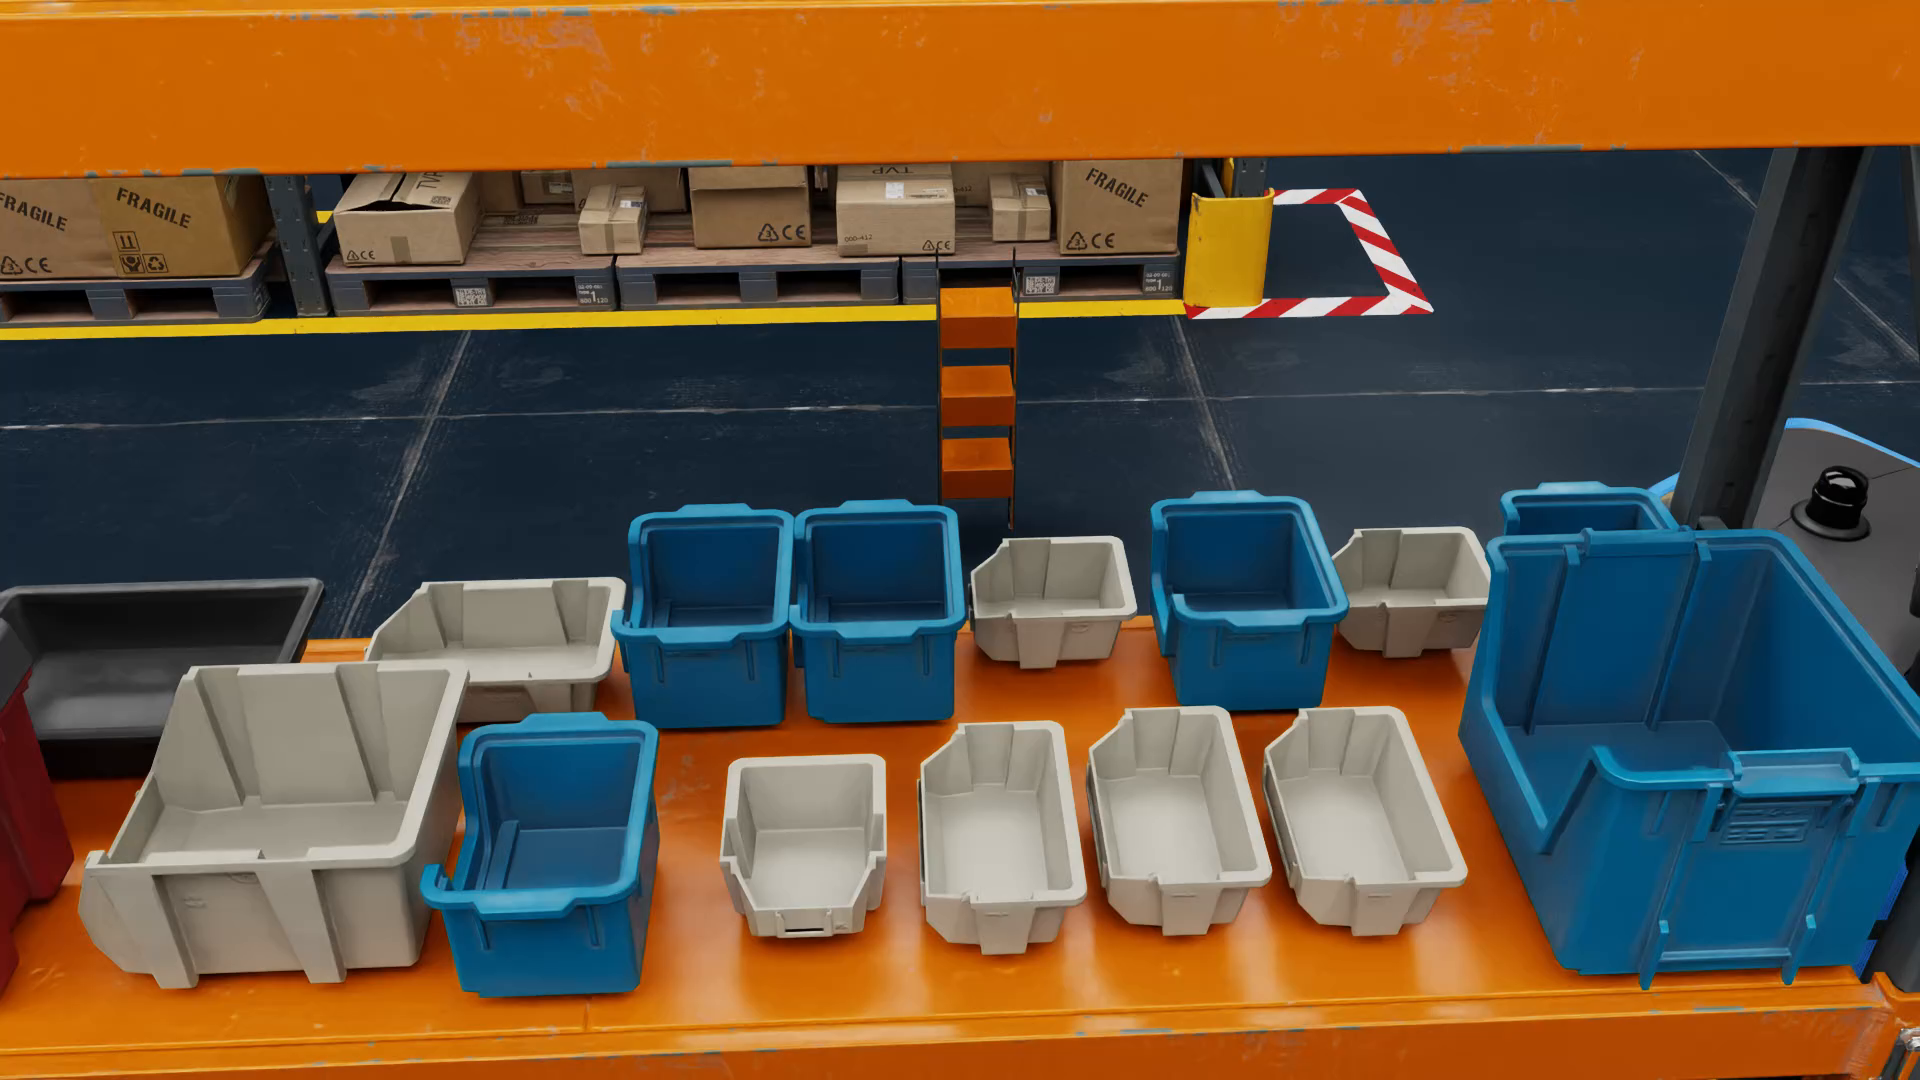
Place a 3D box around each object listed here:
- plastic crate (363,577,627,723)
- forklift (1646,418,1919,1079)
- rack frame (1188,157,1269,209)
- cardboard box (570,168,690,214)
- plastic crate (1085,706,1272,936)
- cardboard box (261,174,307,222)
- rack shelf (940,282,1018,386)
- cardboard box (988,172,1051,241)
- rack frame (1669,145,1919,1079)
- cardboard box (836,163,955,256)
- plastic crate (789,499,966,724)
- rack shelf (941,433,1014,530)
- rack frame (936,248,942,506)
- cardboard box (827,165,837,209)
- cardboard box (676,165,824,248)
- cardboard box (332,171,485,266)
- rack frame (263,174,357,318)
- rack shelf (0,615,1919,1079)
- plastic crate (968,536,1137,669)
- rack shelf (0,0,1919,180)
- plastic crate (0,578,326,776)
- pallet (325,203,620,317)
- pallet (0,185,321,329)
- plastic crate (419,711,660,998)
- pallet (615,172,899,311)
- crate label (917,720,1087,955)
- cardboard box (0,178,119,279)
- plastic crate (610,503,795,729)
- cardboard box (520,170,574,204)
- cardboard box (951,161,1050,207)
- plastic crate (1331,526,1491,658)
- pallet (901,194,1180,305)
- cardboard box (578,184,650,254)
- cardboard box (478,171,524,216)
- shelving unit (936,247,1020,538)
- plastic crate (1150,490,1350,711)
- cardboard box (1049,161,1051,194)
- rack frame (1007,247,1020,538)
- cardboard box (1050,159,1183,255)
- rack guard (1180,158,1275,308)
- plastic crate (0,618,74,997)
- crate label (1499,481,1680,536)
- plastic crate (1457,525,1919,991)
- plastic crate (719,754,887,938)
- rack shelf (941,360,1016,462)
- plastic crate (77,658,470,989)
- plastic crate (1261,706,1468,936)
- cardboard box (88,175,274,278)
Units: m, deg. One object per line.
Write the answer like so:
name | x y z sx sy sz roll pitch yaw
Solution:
plastic crate | -0.840 0.213 2.985 0.466 0.136 0.293 -2 35 -2
forklift | 2.680 0.175 2.922 1.130 2.935 3.031 -22 40 -29
rack frame | 1.199 -2.576 6.837 0.127 3.000 1.000 -2 35 -2
cardboard box | -1.491 -1.741 7.605 0.500 0.311 0.500 -2 35 -2
plastic crate | 0.334 0.448 2.646 0.243 0.136 0.396 -2 35 -2
cardboard box | -3.291 -1.747 7.449 0.500 0.500 0.500 -3 35 -4
rack shelf | 0.053 -0.658 5.298 0.240 0.259 0.215 -2 35 -2
cardboard box | 0.259 -1.478 7.353 0.250 0.166 0.380 -2 35 -2
rack frame | 1.430 0.239 2.768 0.127 3.000 1.000 -2 35 -2
cardboard box | -0.283 -1.463 7.258 0.500 0.250 0.500 -2 35 -2
plastic crate | -0.147 0.139 3.008 0.300 0.233 0.416 -2 35 -2
rack shelf | 0.053 -0.196 5.618 0.240 0.259 0.215 -2 35 -2
rack frame | -0.068 -0.430 5.449 0.008 1.050 0.200 -2 35 -2
cardboard box | -0.356 -1.746 7.667 0.500 0.250 0.500 -2 35 -2
cardboard box | -0.920 -1.677 7.344 0.637 0.503 0.797 -2 35 -2
cardboard box | -2.367 -1.432 7.160 0.500 0.311 0.500 -2 35 -2
rack frame | -2.796 -2.469 6.681 0.127 3.000 1.000 -2 35 -2
rack shelf | -0.568 0.589 2.895 4.000 0.370 1.077 -2 35 -2
plastic crate | 0.166 0.123 3.116 0.298 0.136 0.250 -2 35 -2
rack shelf | -0.568 -0.644 2.041 4.000 0.370 1.077 -2 35 -2
plastic crate | -1.460 0.253 2.938 0.590 0.125 0.437 -2 35 -2
pallet | -2.110 -1.340 7.501 1.213 0.211 1.003 -2 35 -2
pallet | -3.607 -1.278 7.412 1.213 0.211 1.003 -2 35 -2
plastic crate | -0.609 0.485 2.508 0.300 0.233 0.416 -2 35 -2
pallet | -0.889 -1.374 7.551 1.213 0.211 1.003 -2 35 -2
crate label | 0.057 0.469 2.615 0.243 0.136 0.396 -2 35 -2
cardboard box | -3.770 -1.437 7.000 0.500 0.500 0.500 -1 35 -2
plastic crate | -0.447 0.147 2.997 0.300 0.233 0.416 -2 35 -2
cardboard box | -1.869 -1.698 7.686 0.250 0.149 0.380 -2 35 -2
cardboard box | 0.143 -1.760 7.687 0.500 0.250 0.500 -2 35 -2
plastic crate | 0.844 0.104 3.142 0.298 0.136 0.250 -2 35 -2
pallet | 0.327 -1.406 7.596 1.213 0.211 1.003 -2 35 -2
cardboard box | -1.503 -1.402 7.243 0.250 0.166 0.380 -2 35 -2
cardboard box | -2.241 -1.798 7.522 0.500 0.500 0.500 -2 35 -2
shelving unit | 0.053 -0.433 5.453 0.252 1.050 0.215 -2 35 -2
plastic crate | 0.510 0.121 3.034 0.300 0.233 0.416 -2 35 -2
cardboard box | 0.515 -1.770 7.774 0.250 0.166 0.380 -2 35 -2
rack frame | 0.175 -0.436 5.458 0.008 1.050 0.200 -2 35 -2
cardboard box | 0.668 -1.575 7.200 0.500 0.500 0.500 -2 35 -2
rack guard | 1.123 -1.546 7.545 0.348 0.500 1.175 -2 35 -2
plastic crate | -1.662 0.415 2.406 0.583 0.464 0.402 -2 35 -2
crate label | 1.168 0.103 3.060 0.303 0.233 0.416 -2 35 -2
plastic crate | 1.104 0.315 2.575 0.499 0.435 0.616 -2 35 -2
plastic crate | -0.238 0.488 2.589 0.250 0.136 0.298 -2 35 -2
rack shelf | 0.053 -0.424 5.459 0.240 0.259 0.215 -2 35 -2
plastic crate | -1.031 0.435 2.537 0.530 0.282 0.437 -2 35 -2
plastic crate | 0.624 0.448 2.646 0.243 0.136 0.396 -2 35 -2
cardboard box | -3.276 -1.445 7.013 0.500 0.500 0.500 -2 35 -2
